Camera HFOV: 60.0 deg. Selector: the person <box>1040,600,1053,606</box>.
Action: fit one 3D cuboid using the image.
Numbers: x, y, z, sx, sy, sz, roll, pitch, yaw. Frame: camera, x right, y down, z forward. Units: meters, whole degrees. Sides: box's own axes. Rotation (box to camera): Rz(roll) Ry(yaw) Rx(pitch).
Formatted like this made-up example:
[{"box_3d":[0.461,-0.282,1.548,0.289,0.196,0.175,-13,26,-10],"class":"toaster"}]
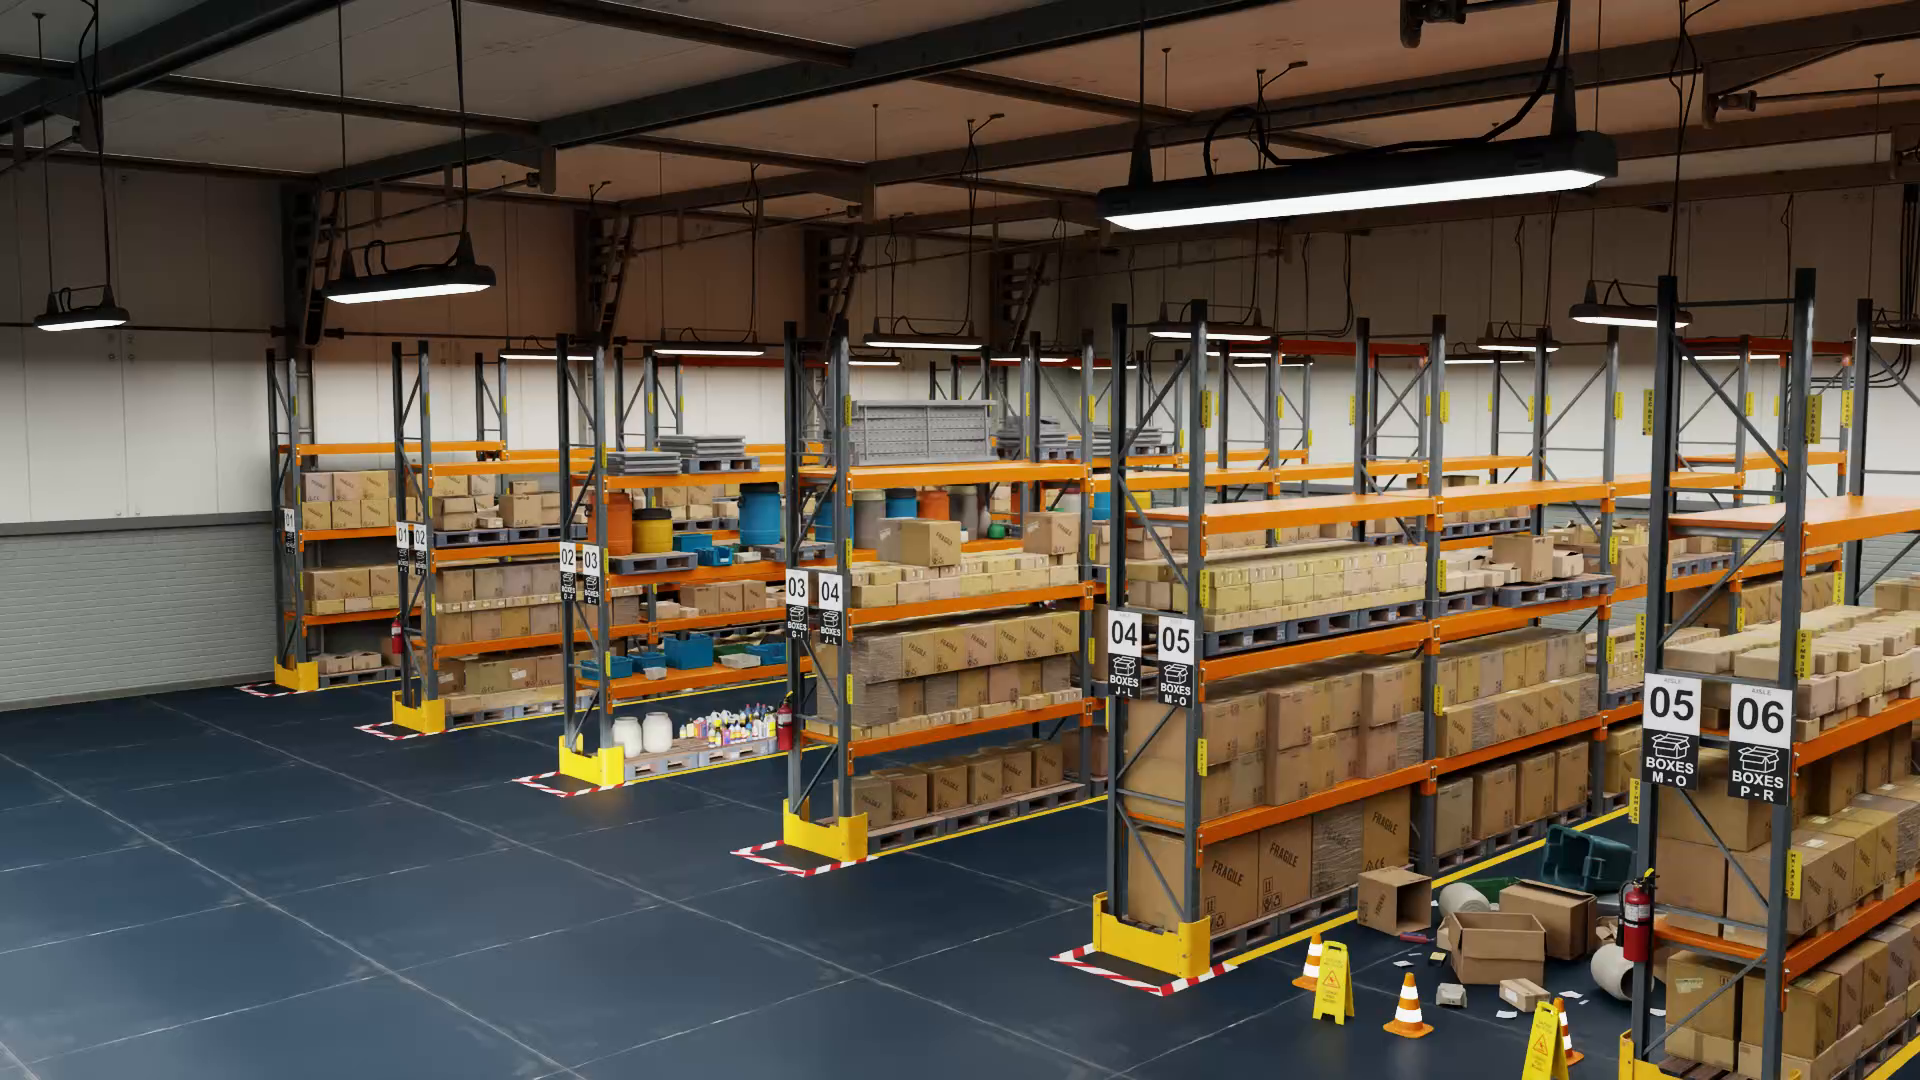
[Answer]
[{"box_3d":[1.551,1.617,31.368,0.878,1.808,0.680,-5,7,-43],"class":"person"}]
